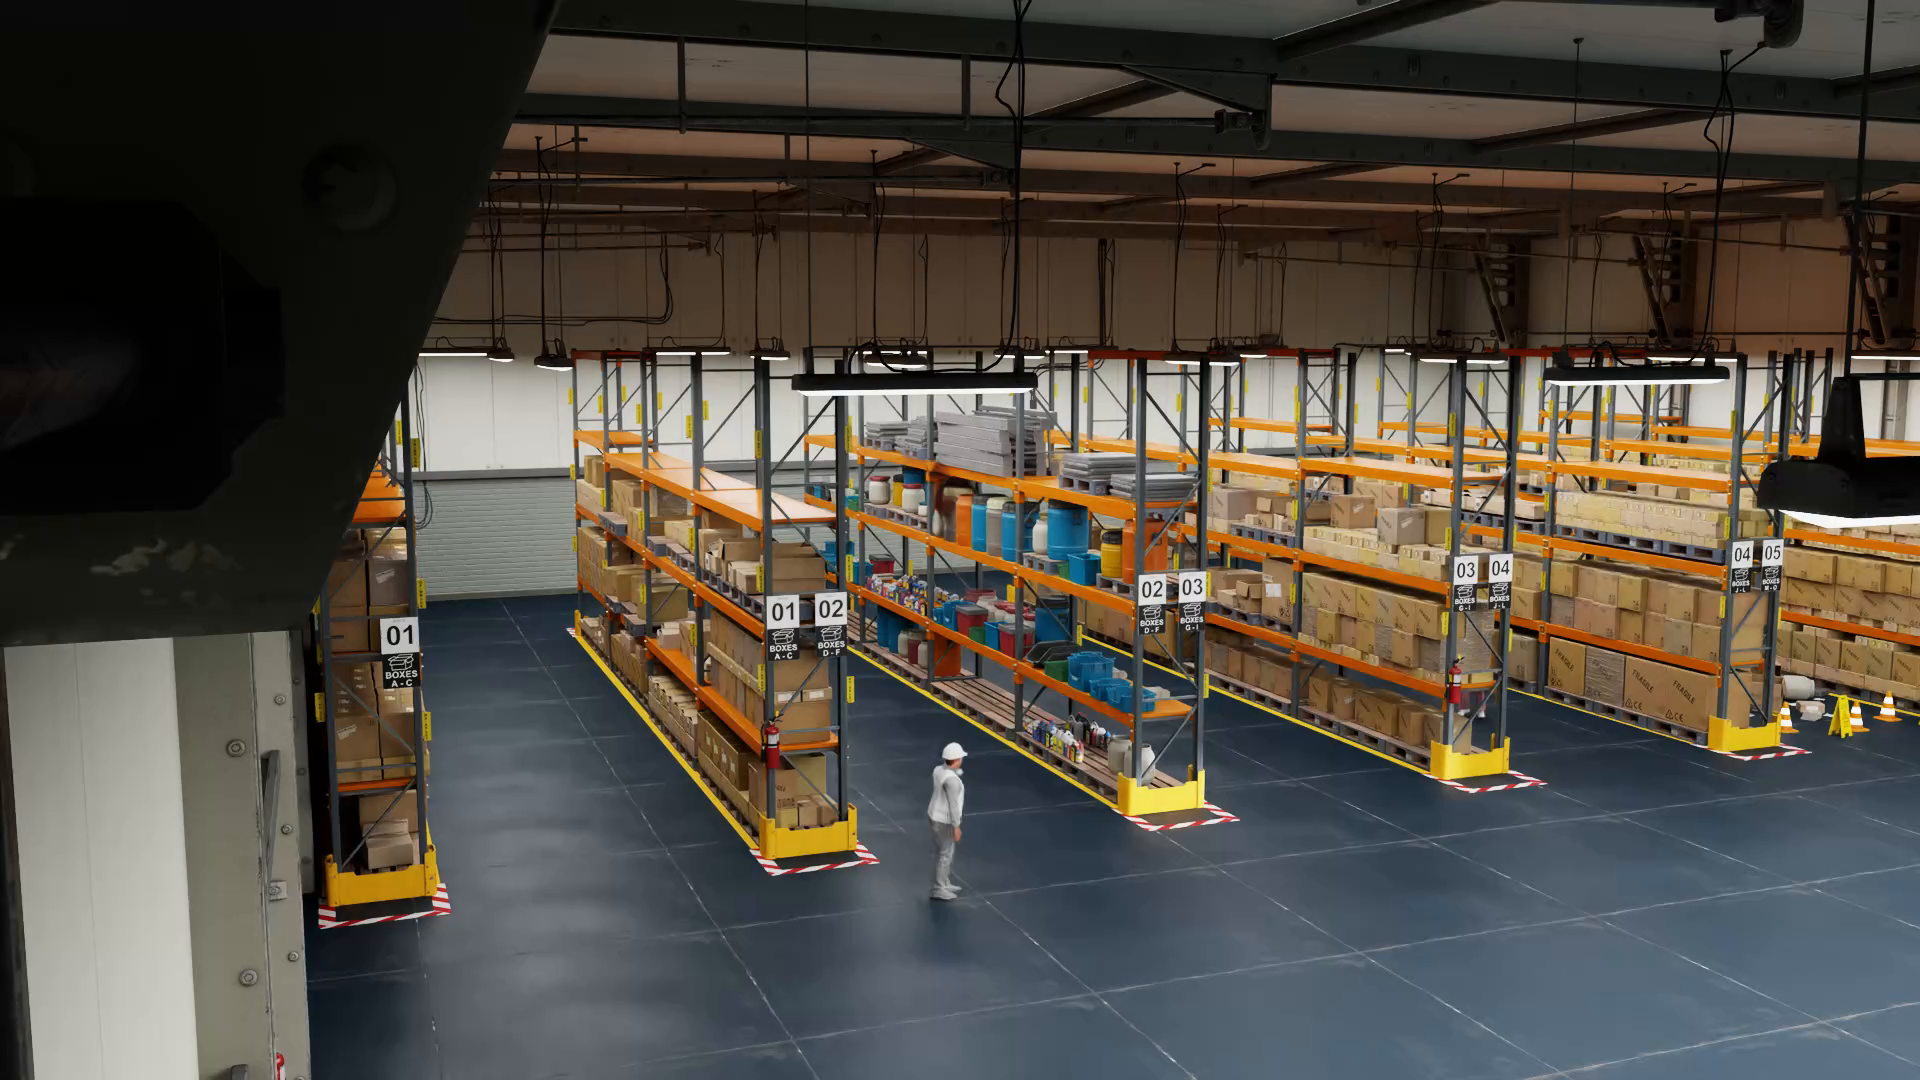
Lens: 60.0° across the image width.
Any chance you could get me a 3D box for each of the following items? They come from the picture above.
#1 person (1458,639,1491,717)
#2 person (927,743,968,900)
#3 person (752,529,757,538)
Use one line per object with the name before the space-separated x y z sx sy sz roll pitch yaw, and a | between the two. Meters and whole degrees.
person | 8.466 2.098 27.461 0.392 1.704 0.597 -7 10 -43
person | -0.129 3.147 18.669 0.441 1.779 0.582 -2 7 -13
person | -4.887 0.518 39.764 0.862 1.751 0.584 0 7 -3
